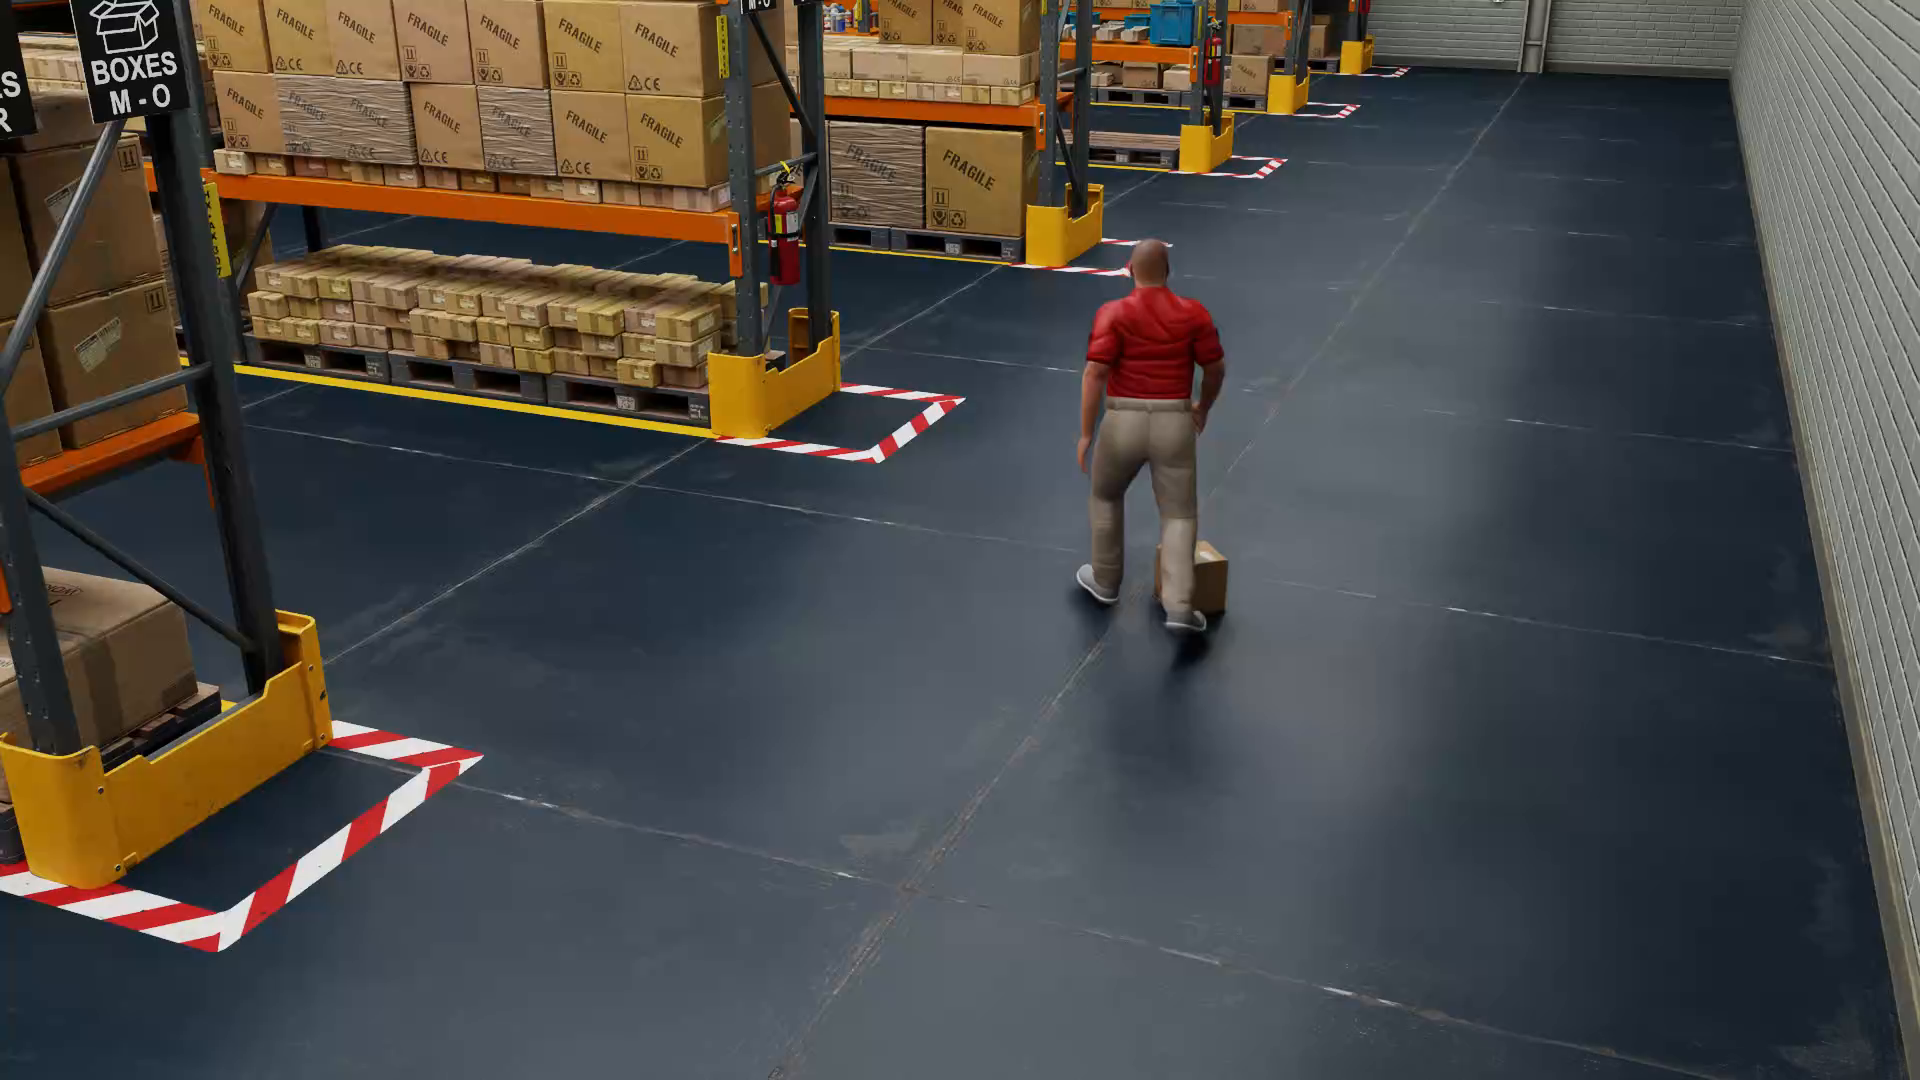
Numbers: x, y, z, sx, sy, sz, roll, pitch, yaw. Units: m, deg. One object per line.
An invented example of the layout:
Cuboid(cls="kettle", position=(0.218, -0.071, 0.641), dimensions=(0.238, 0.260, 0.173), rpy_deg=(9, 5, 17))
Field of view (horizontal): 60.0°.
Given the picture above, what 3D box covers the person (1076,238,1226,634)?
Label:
Cuboid(cls="person", position=(0.824, -0.433, 7.182), dimensions=(0.631, 1.673, 0.825), rpy_deg=(2, 22, 4))
